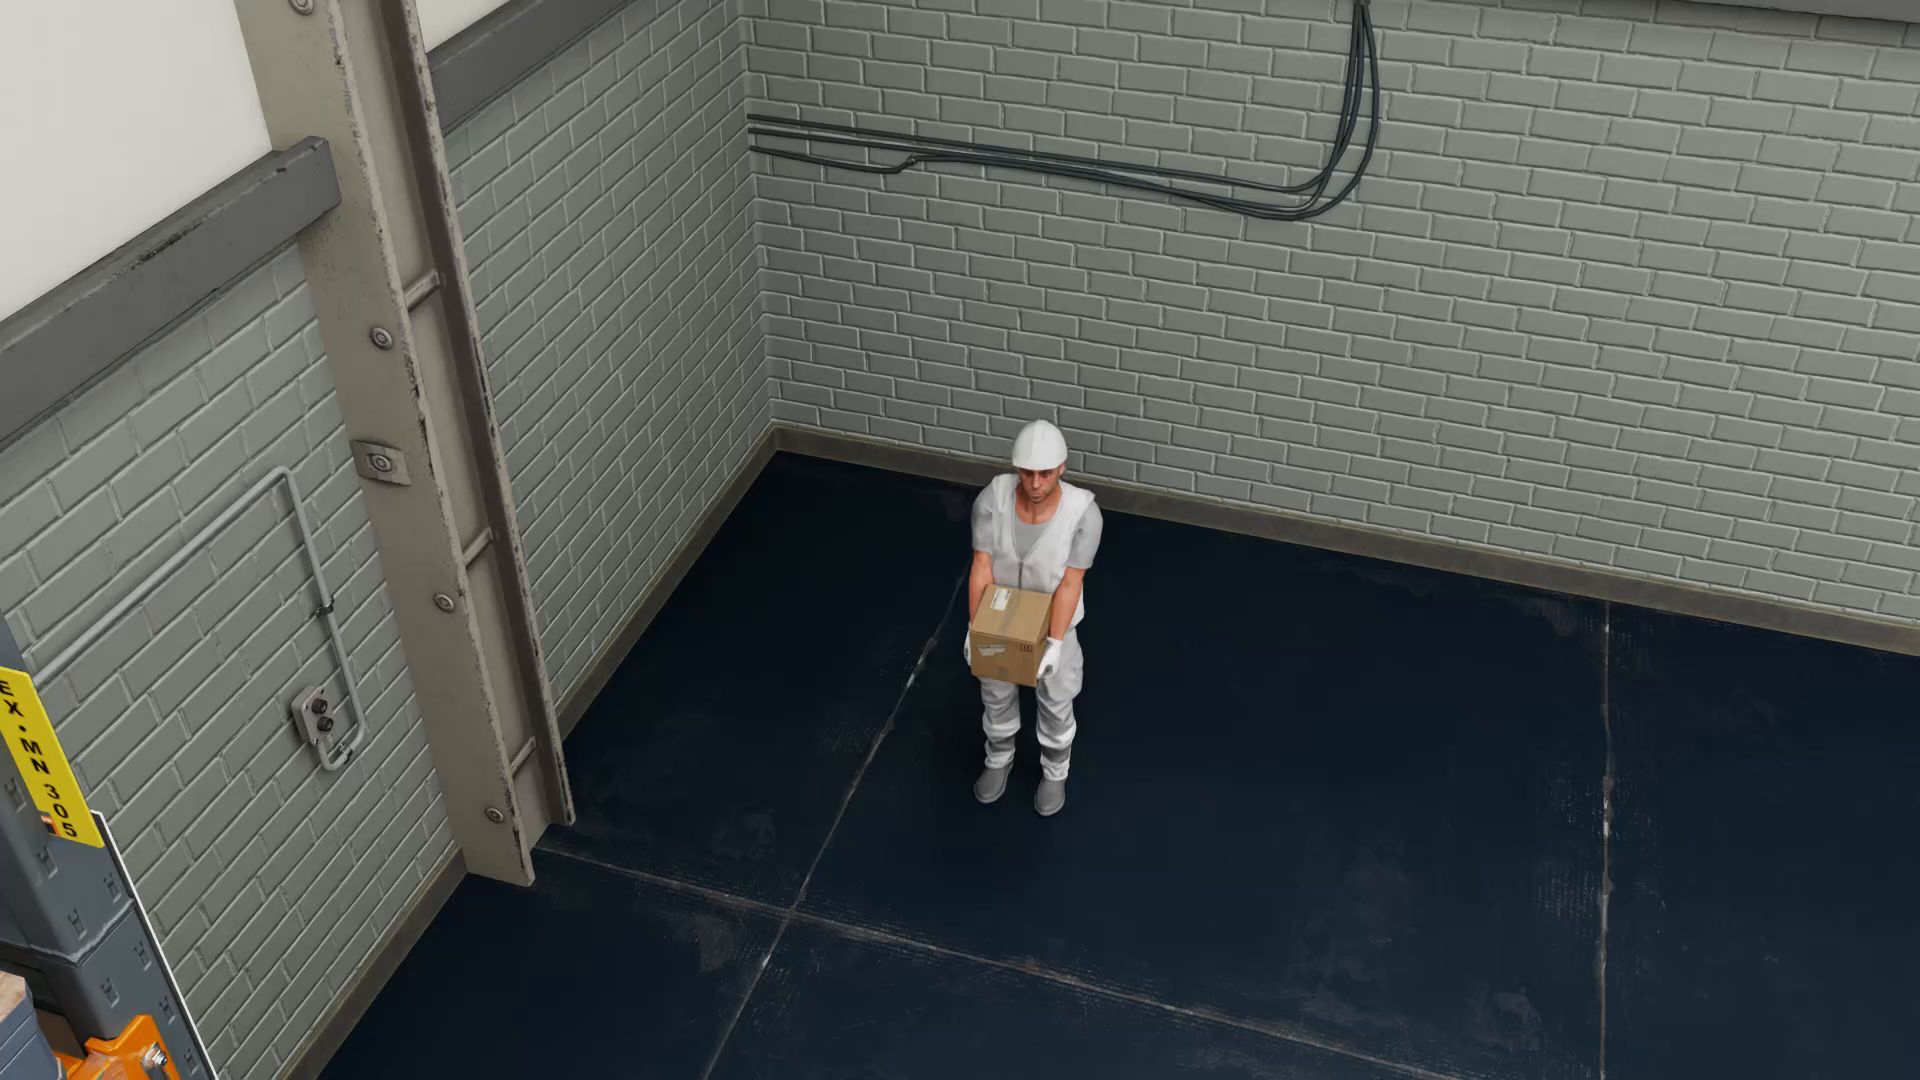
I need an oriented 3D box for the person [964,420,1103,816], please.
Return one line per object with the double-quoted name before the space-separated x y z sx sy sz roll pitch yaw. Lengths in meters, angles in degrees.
"person" 0.255 0.364 6.383 0.495 1.786 0.563 10 38 13
